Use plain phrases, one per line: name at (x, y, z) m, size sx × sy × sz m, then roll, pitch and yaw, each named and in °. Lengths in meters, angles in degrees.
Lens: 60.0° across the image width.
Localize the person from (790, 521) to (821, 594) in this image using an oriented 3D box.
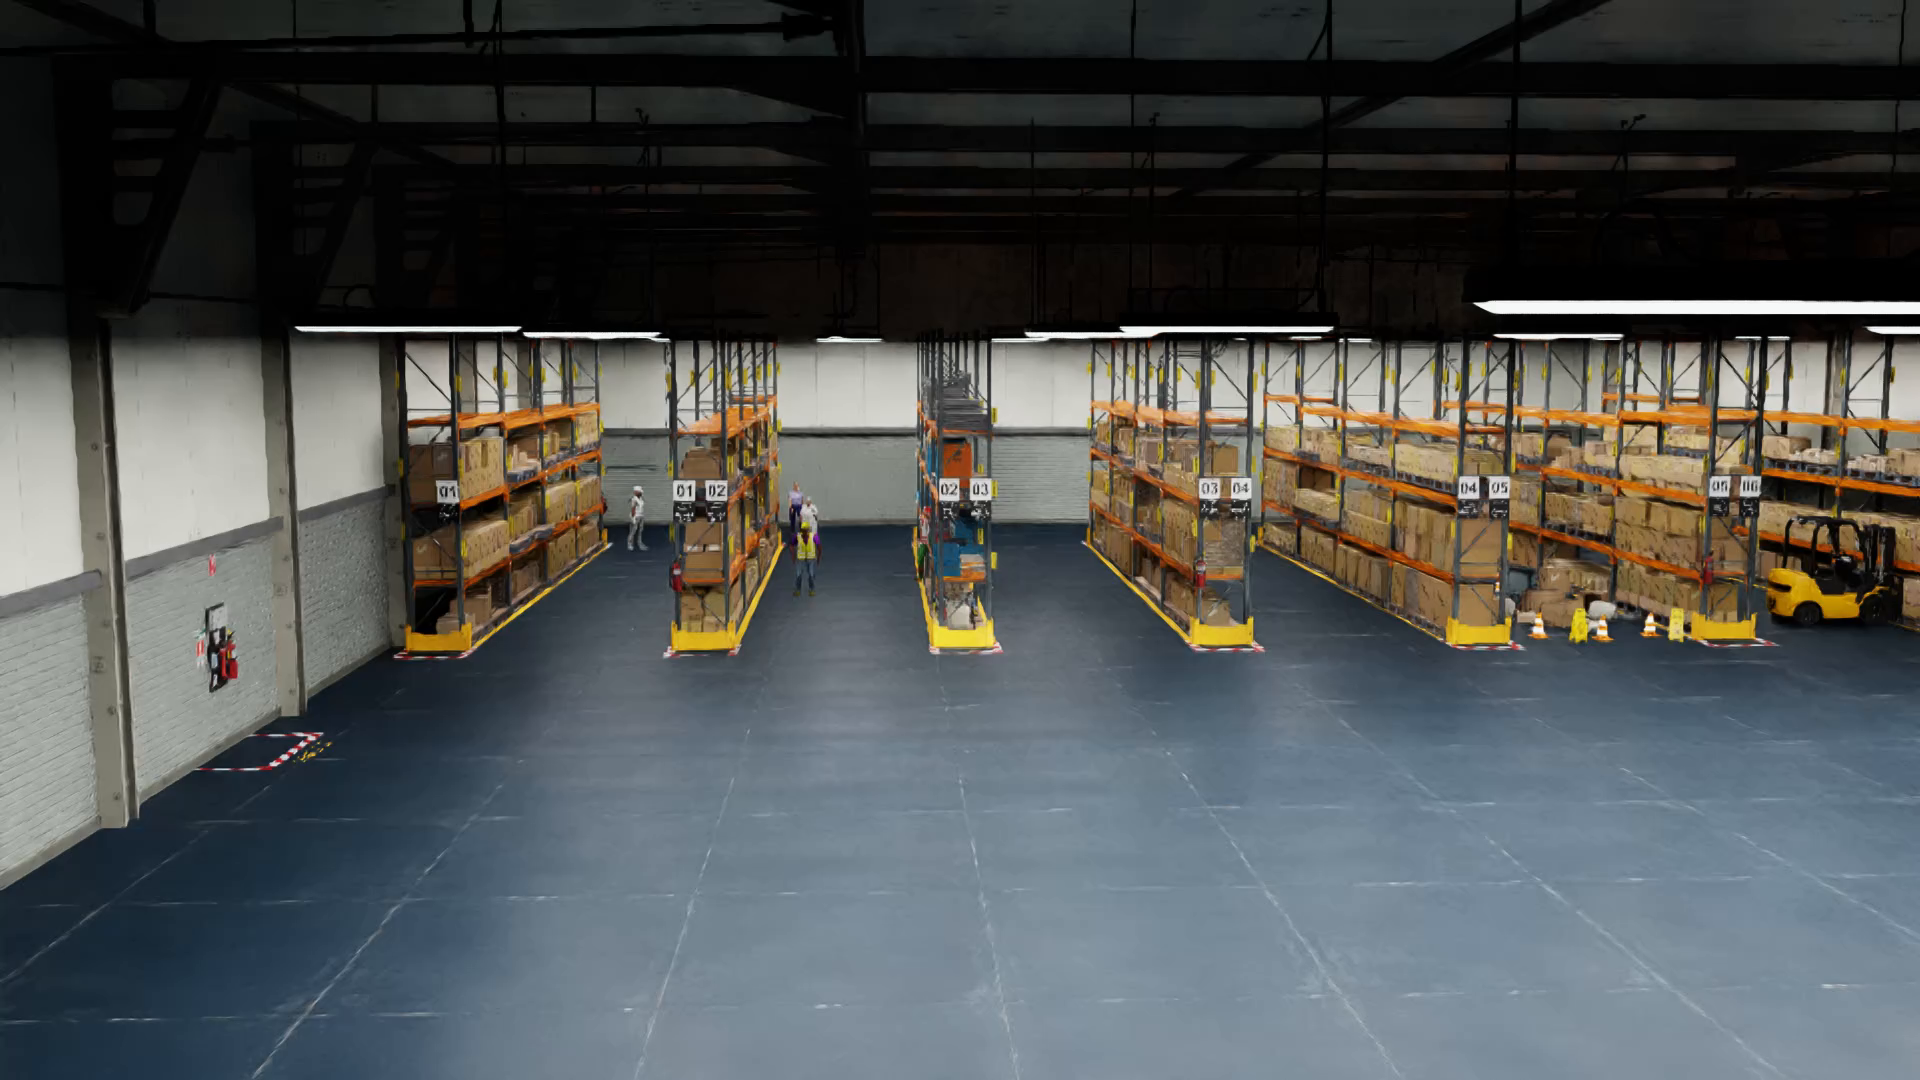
person at (-3.530, 0.410, 37.963) m, size 0.708 × 1.714 × 0.575 m, roll -1°, pitch 7°, yaw -5°

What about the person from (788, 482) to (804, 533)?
person at (-4.930, -0.967, 49.987) m, size 0.478 × 1.573 × 0.999 m, roll -1°, pitch 7°, yaw -11°

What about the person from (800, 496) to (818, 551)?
person at (-4.124, -0.427, 45.435) m, size 0.497 × 1.583 × 1.090 m, roll 0°, pitch 7°, yaw -1°

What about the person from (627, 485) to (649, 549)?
person at (-9.014, -0.631, 46.380) m, size 0.510 × 1.785 × 0.660 m, roll 1°, pitch 7°, yaw 7°

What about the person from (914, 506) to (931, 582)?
person at (-0.705, 0.079, 38.203) m, size 0.592 × 1.730 × 0.981 m, roll 2°, pitch 7°, yaw 18°
